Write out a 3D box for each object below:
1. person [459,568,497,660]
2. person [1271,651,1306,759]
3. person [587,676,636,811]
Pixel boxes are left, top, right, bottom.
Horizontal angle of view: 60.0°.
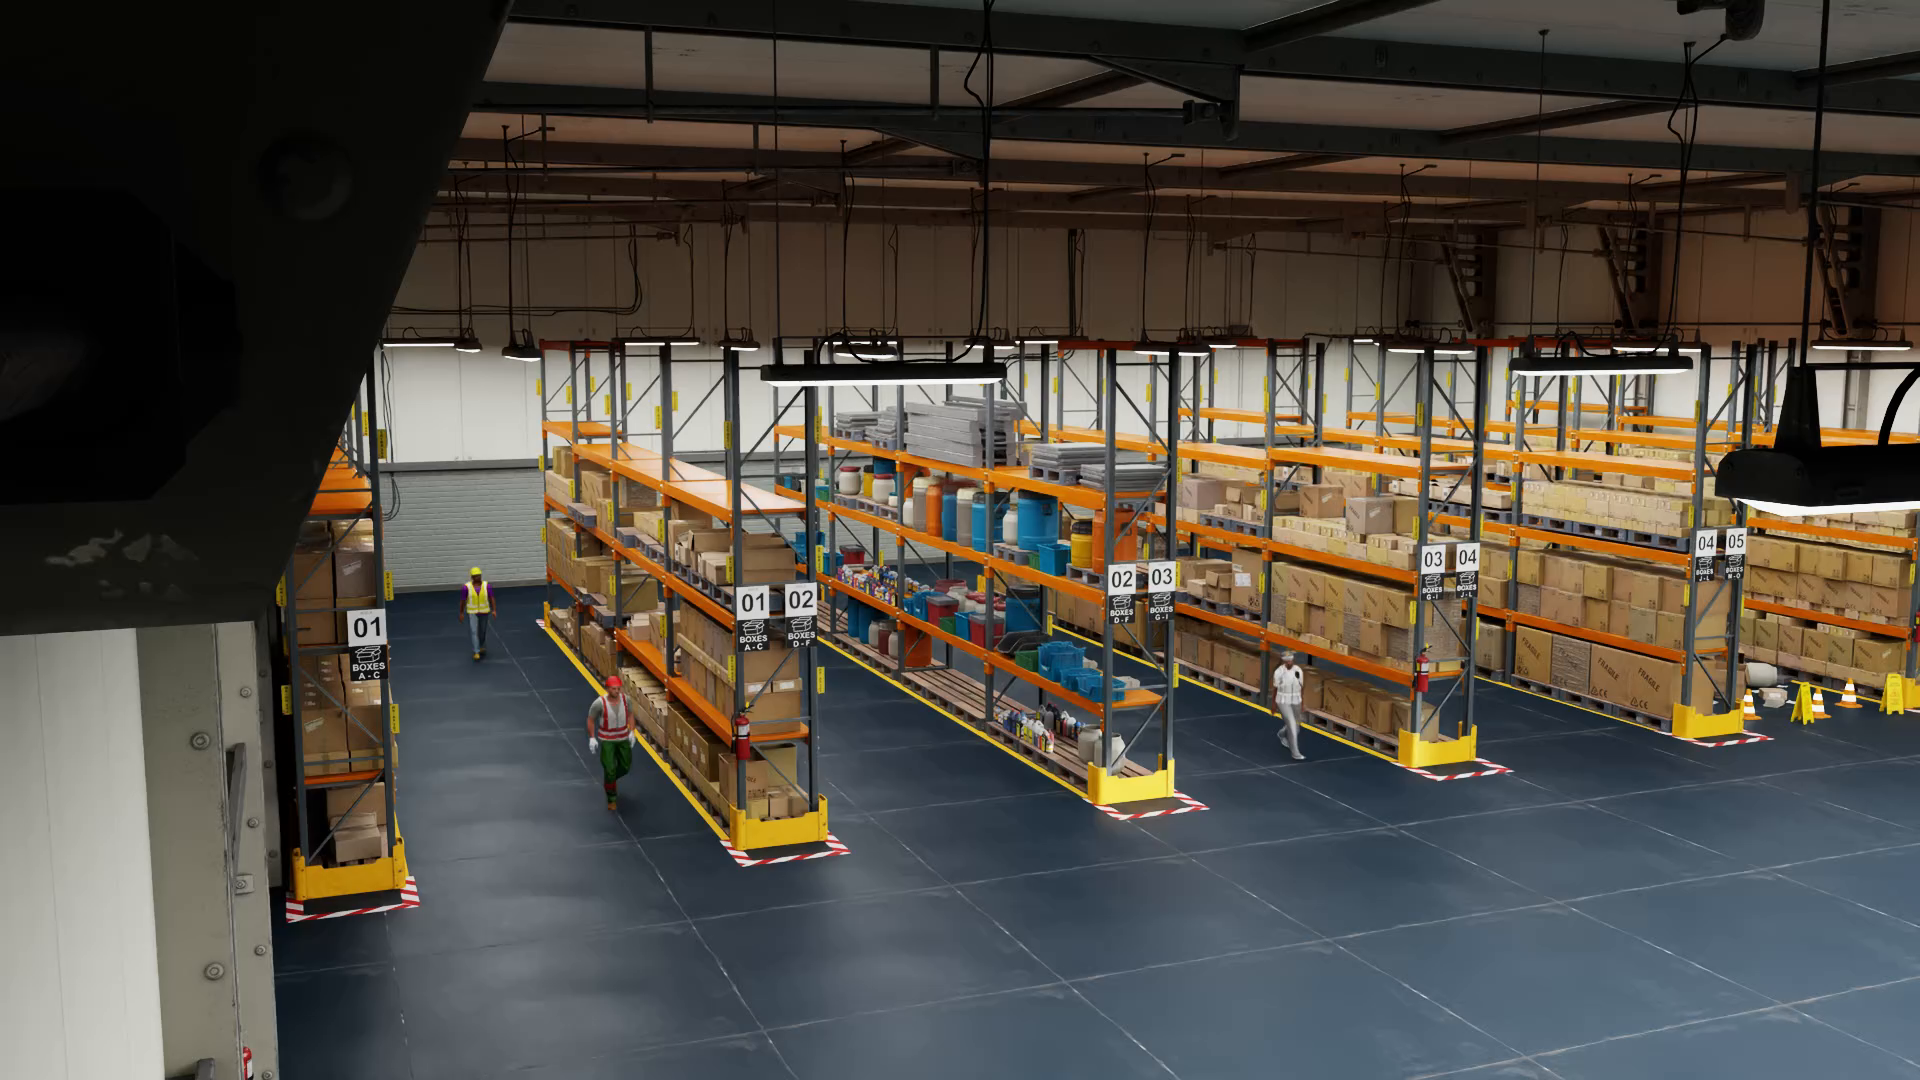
[{"bbox_3d":[-9.142,1.373,31.540,0.674,1.708,1.085,-3,8,-21],"label":"person"},{"bbox_3d":[4.845,2.379,24.479,0.431,1.541,0.963,-2,8,-14],"label":"person"},{"bbox_3d":[-4.608,2.625,21.903,0.629,1.767,0.689,-5,9,-33],"label":"person"}]
